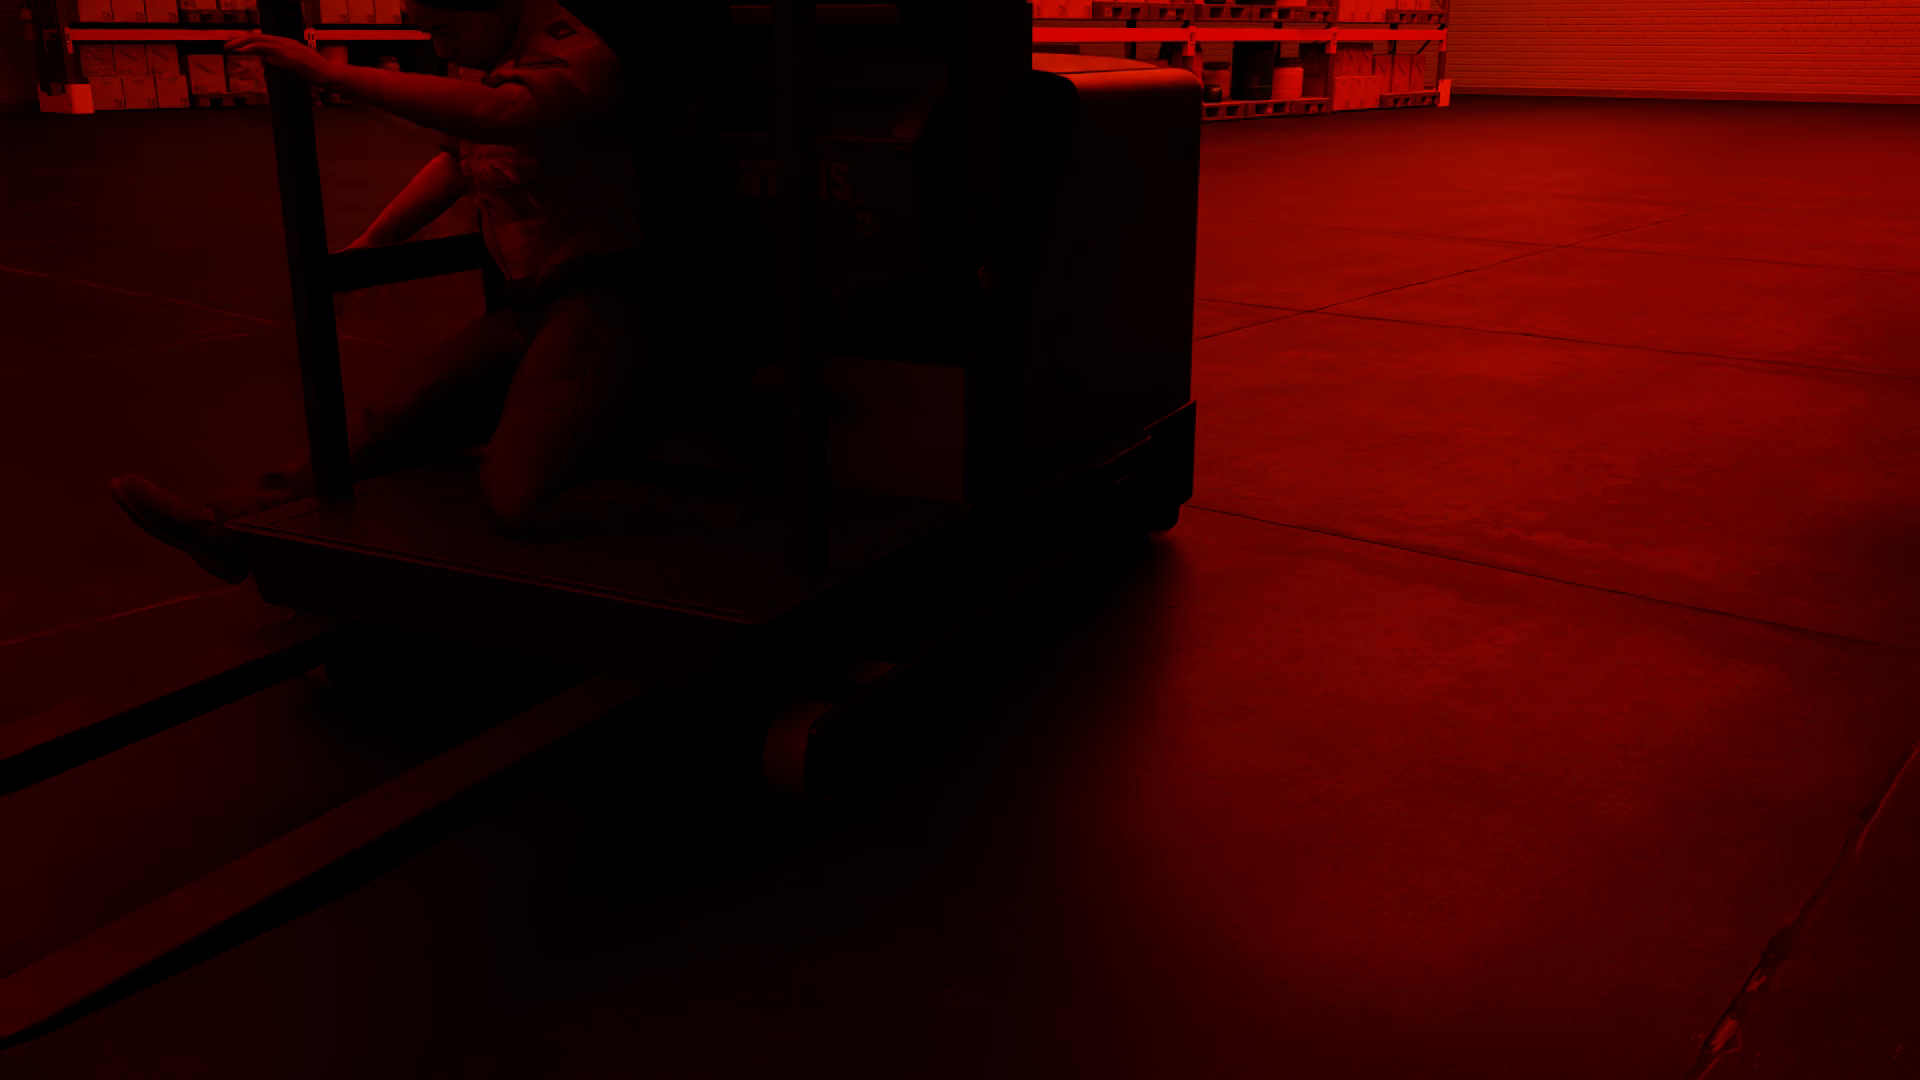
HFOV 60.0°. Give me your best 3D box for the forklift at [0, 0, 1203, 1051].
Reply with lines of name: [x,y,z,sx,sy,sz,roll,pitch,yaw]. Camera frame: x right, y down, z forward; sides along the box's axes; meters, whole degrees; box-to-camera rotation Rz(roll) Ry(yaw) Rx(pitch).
forklift: [-0.550,-1.138,2.644,1.130,2.935,3.031,8,19,26]

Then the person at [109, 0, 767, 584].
person: [-0.906,-0.429,2.863,1.127,1.211,1.010,-8,18,-24]
